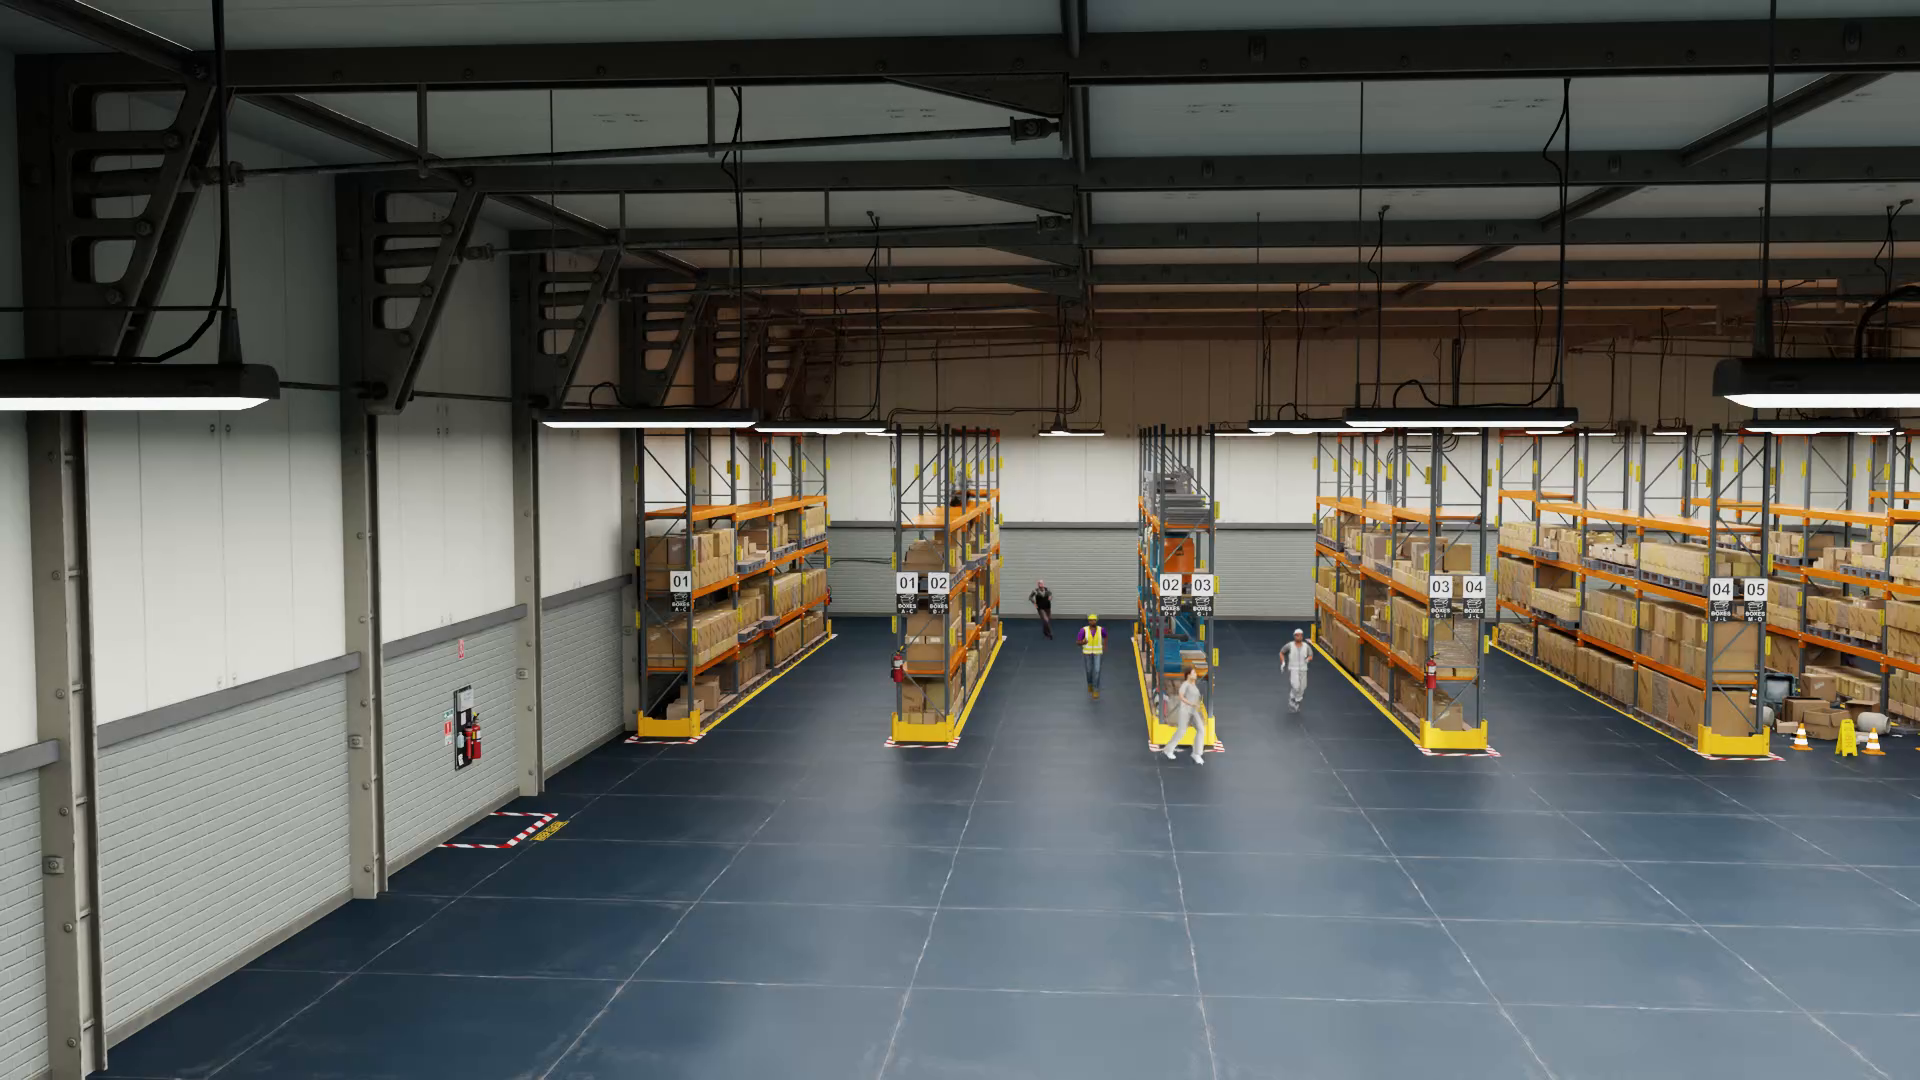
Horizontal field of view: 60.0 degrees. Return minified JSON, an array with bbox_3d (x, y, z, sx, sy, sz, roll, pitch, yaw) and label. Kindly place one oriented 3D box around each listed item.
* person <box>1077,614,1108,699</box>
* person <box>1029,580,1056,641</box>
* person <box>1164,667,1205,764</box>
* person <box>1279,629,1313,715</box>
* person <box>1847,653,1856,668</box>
[{"bbox_3d":[2.894,2.512,36.329,0.688,1.788,0.891,0,3,4],"label":"person"},{"bbox_3d":[2.349,1.988,47.439,0.671,1.722,0.862,-2,4,-24],"label":"person"},{"bbox_3d":[4.061,3.093,29.580,0.790,1.690,0.614,3,5,40],"label":"person"},{"bbox_3d":[6.998,2.729,34.445,0.649,1.769,0.691,0,3,-6],"label":"person"},{"bbox_3d":[21.460,2.497,39.984,0.606,1.584,0.560,0,3,-3],"label":"person"}]
